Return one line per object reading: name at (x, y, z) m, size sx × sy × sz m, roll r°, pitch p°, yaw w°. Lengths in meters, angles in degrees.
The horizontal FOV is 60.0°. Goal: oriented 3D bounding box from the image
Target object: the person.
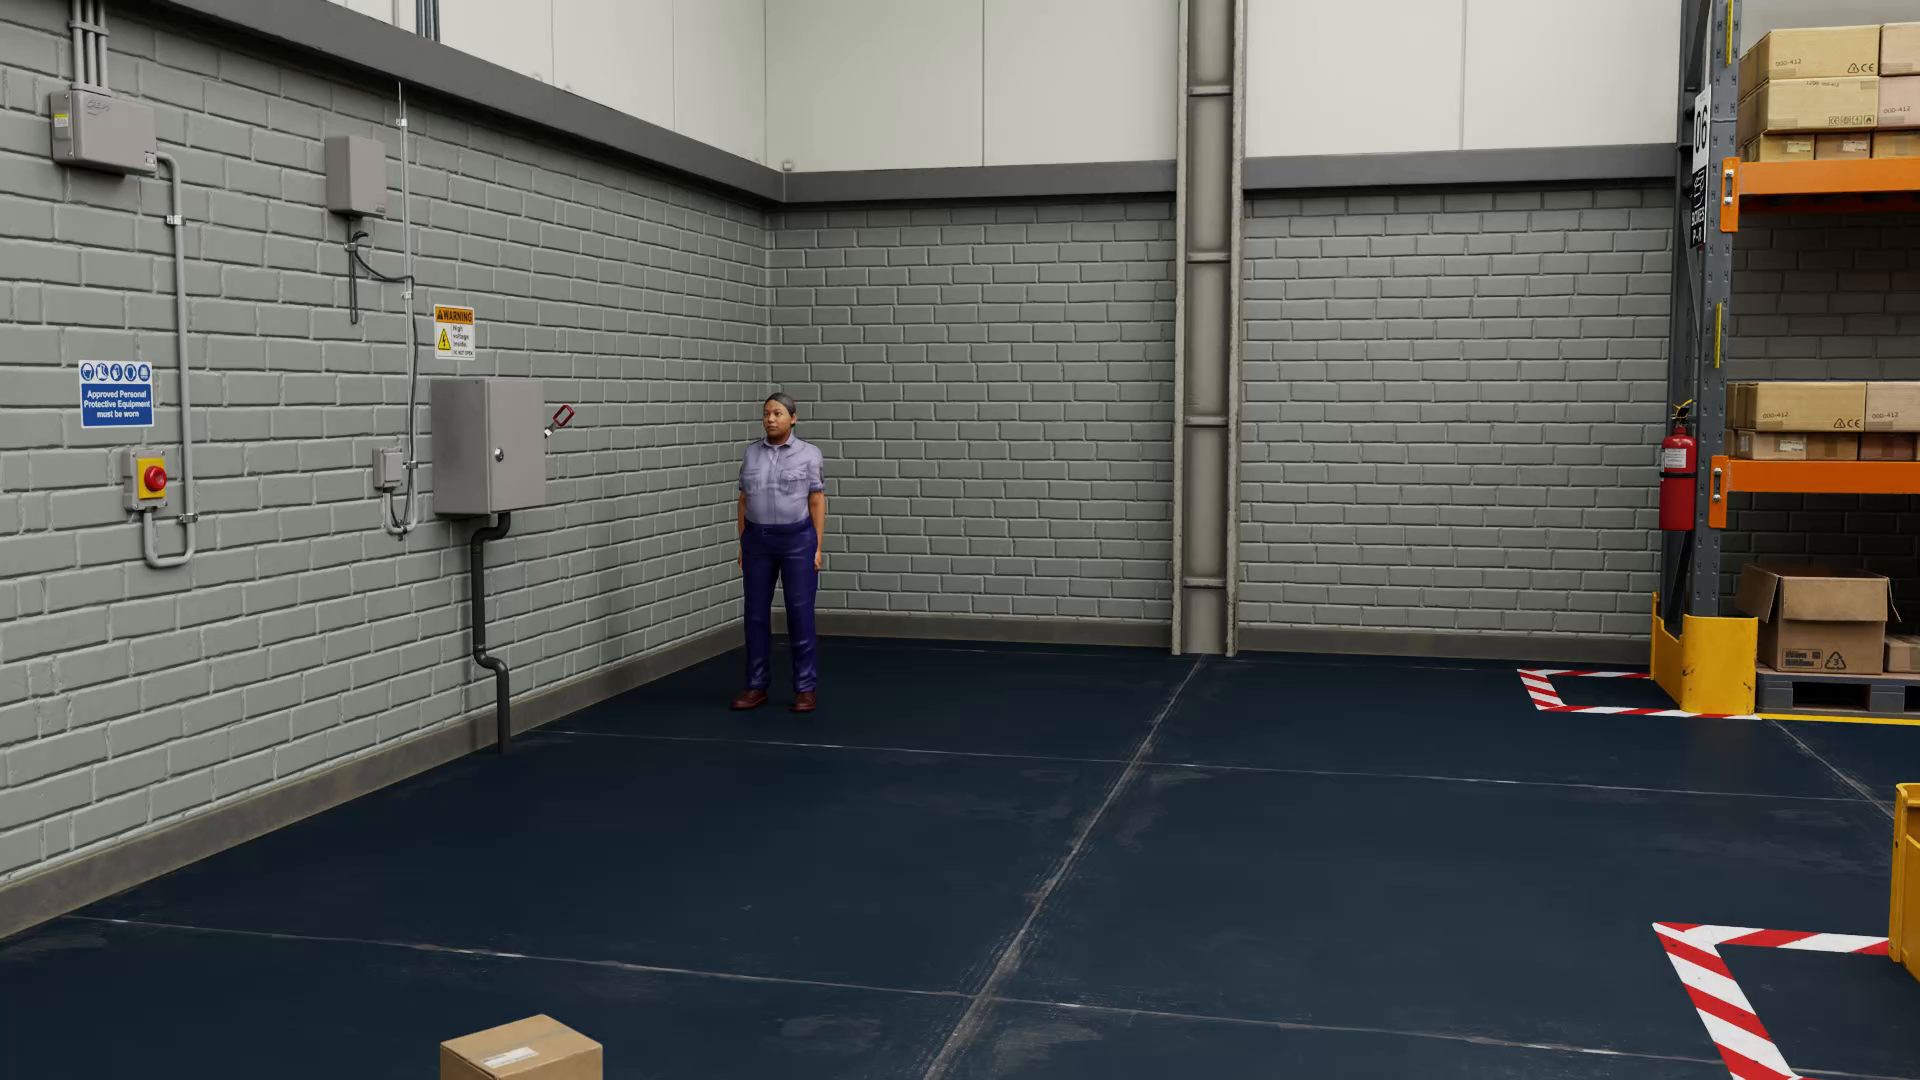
person at (-0.951, 0.066, 8.698) m, size 0.481 × 1.635 × 0.347 m, roll 1°, pitch 5°, yaw 10°
